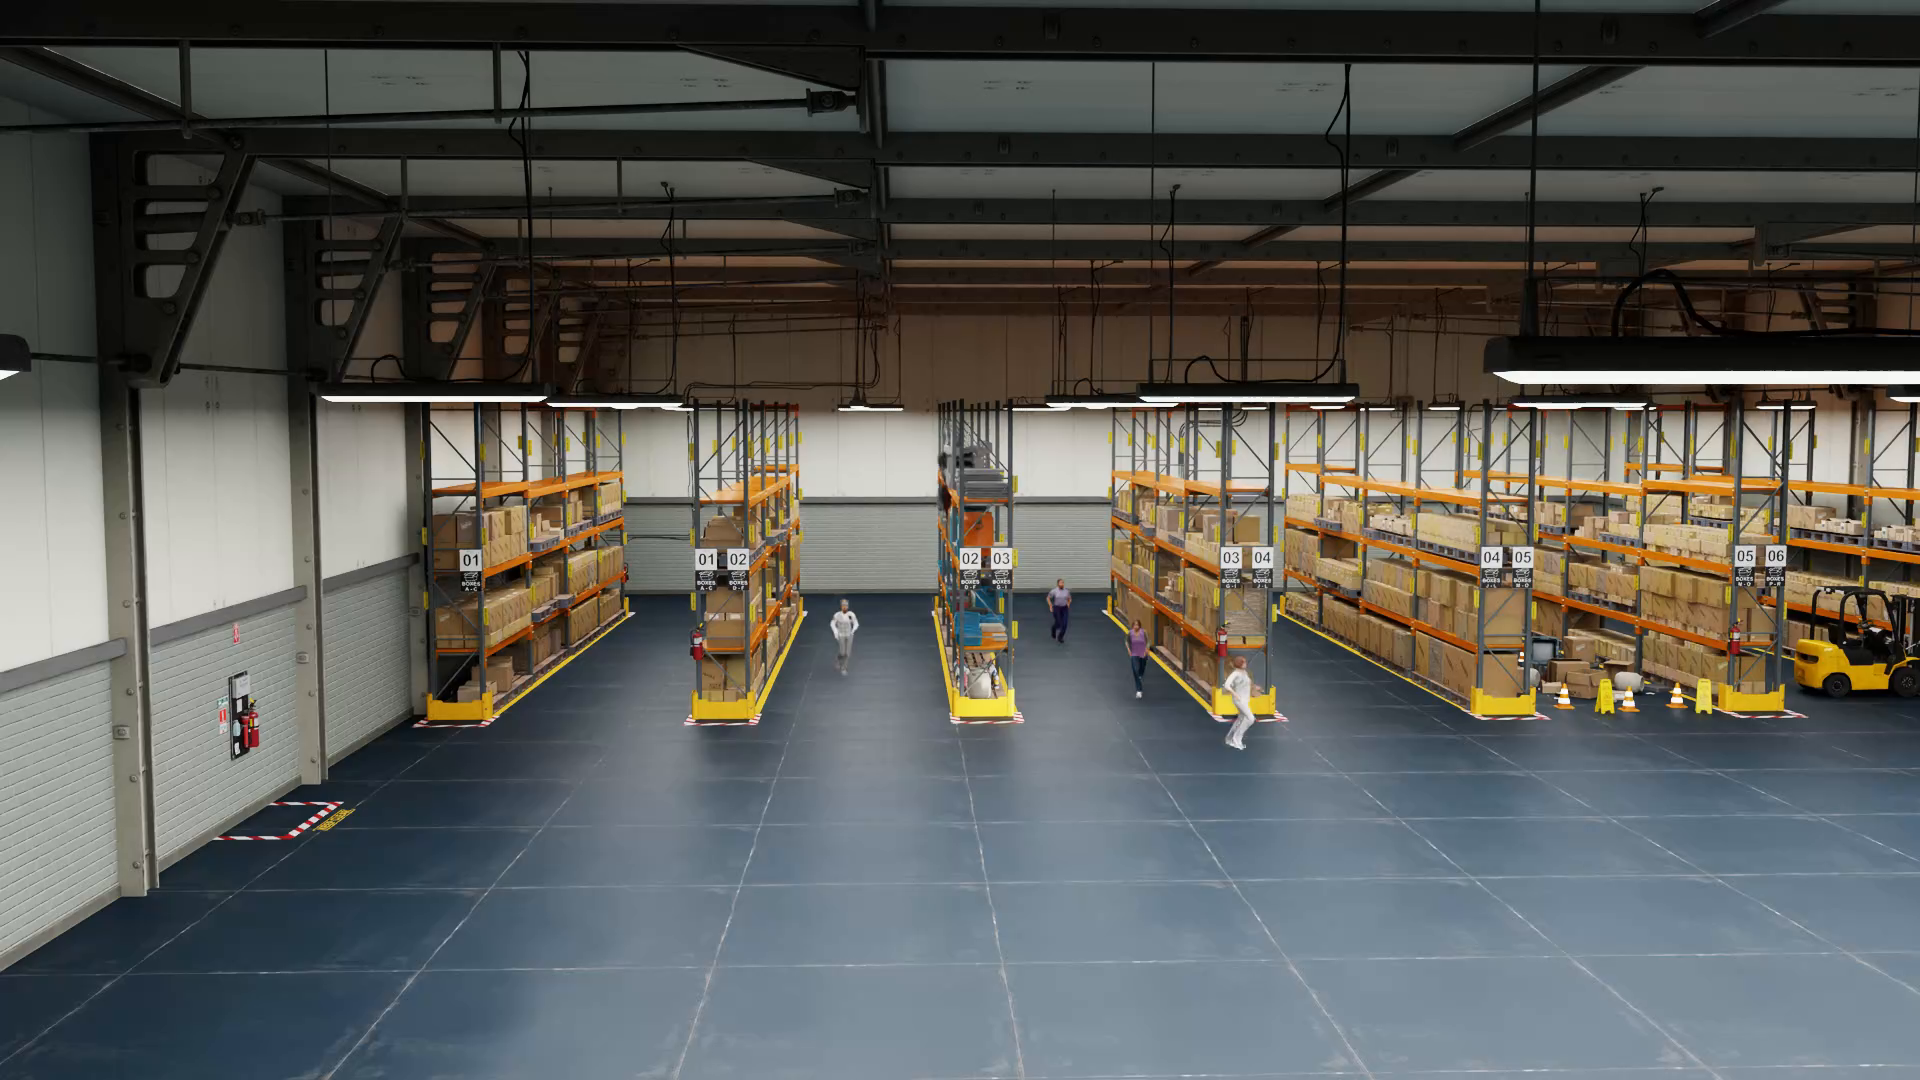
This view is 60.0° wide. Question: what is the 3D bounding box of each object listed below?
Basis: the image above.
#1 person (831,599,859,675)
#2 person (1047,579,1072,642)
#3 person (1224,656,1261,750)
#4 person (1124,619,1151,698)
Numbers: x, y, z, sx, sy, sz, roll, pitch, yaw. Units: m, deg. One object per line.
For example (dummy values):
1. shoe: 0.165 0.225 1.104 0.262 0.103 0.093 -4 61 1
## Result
1. person: -2.516 2.128 36.501 0.604 1.668 0.566 -1 4 -10
2. person: 2.519 1.774 41.549 0.615 1.584 0.551 -1 5 -17
3. person: 4.817 2.776 28.343 0.613 1.588 0.520 2 5 25
4. person: 3.628 2.381 33.976 0.538 1.585 0.894 0 4 5
